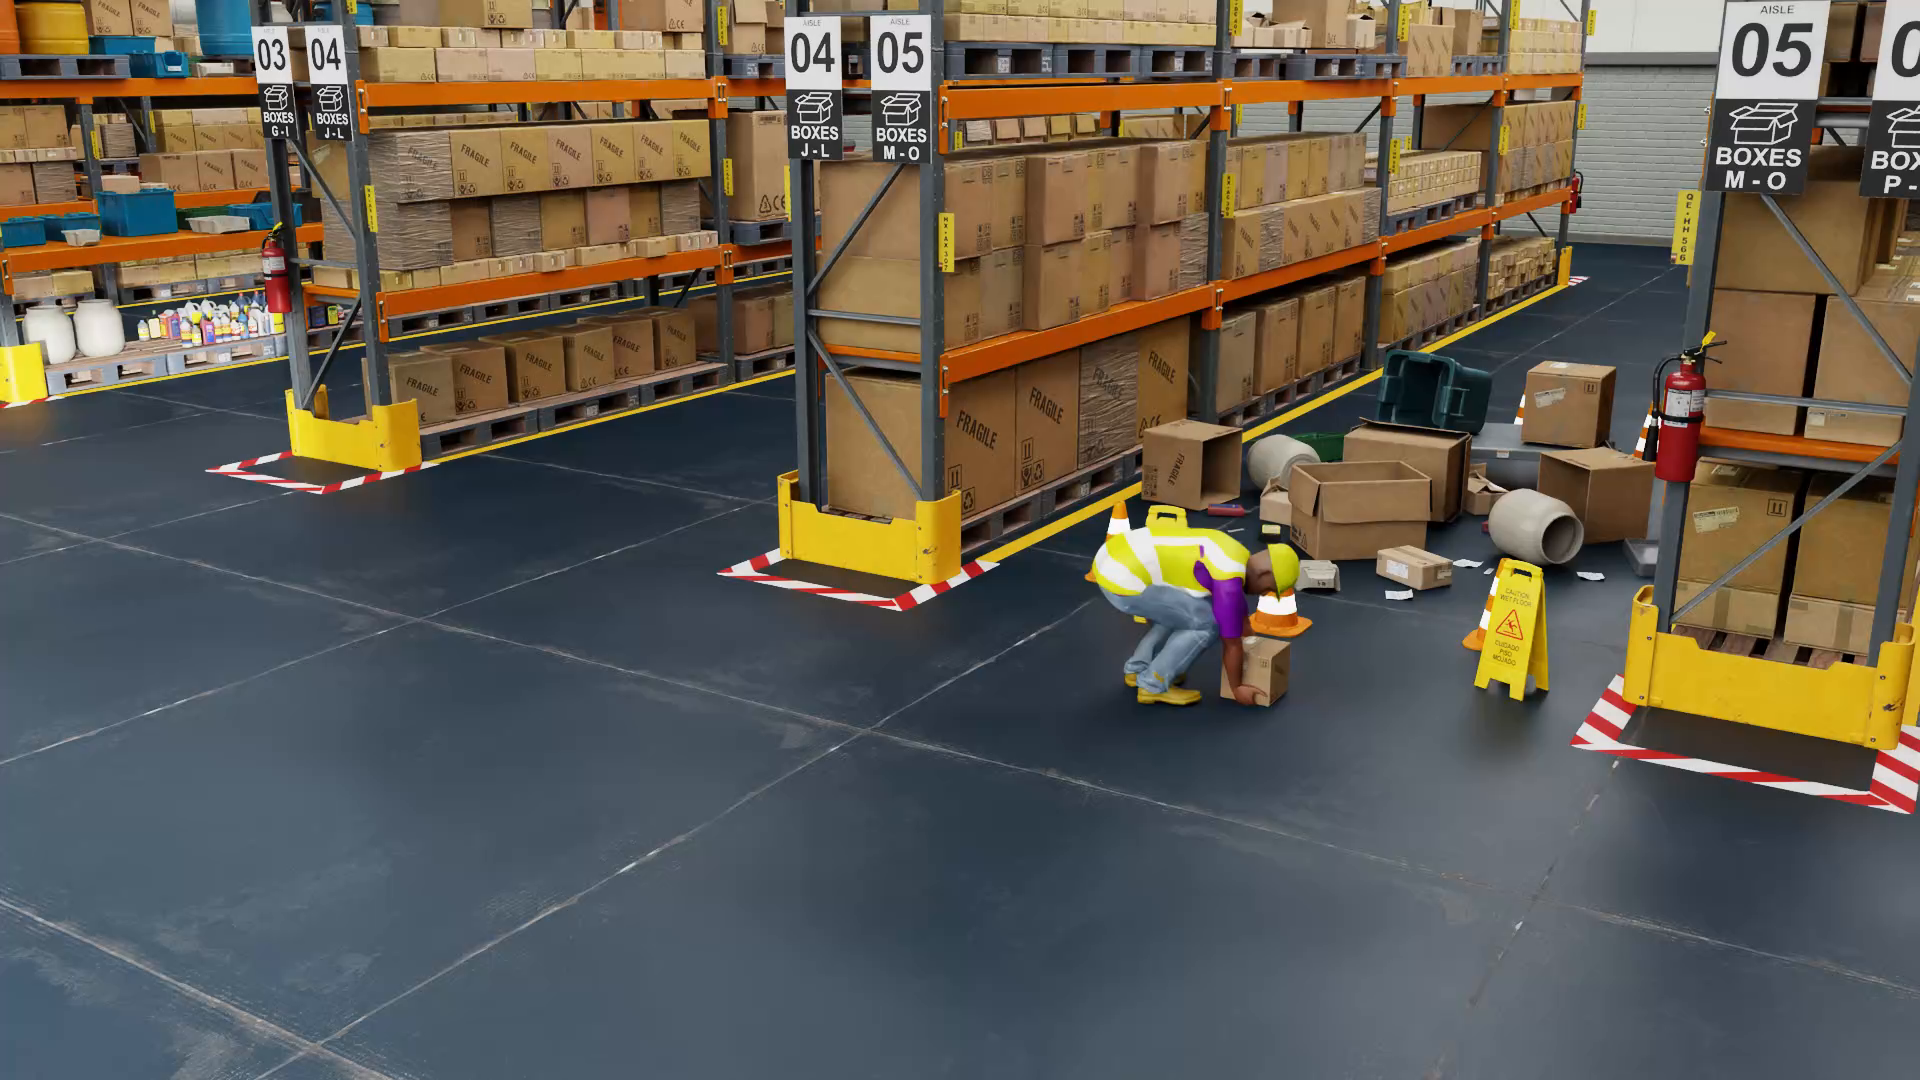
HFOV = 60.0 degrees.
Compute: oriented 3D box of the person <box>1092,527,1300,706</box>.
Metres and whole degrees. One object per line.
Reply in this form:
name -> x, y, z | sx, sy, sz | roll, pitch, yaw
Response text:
person -> 1.125, 0.355, 7.980 | 0.981, 0.850, 0.511 | 0, 16, 0
